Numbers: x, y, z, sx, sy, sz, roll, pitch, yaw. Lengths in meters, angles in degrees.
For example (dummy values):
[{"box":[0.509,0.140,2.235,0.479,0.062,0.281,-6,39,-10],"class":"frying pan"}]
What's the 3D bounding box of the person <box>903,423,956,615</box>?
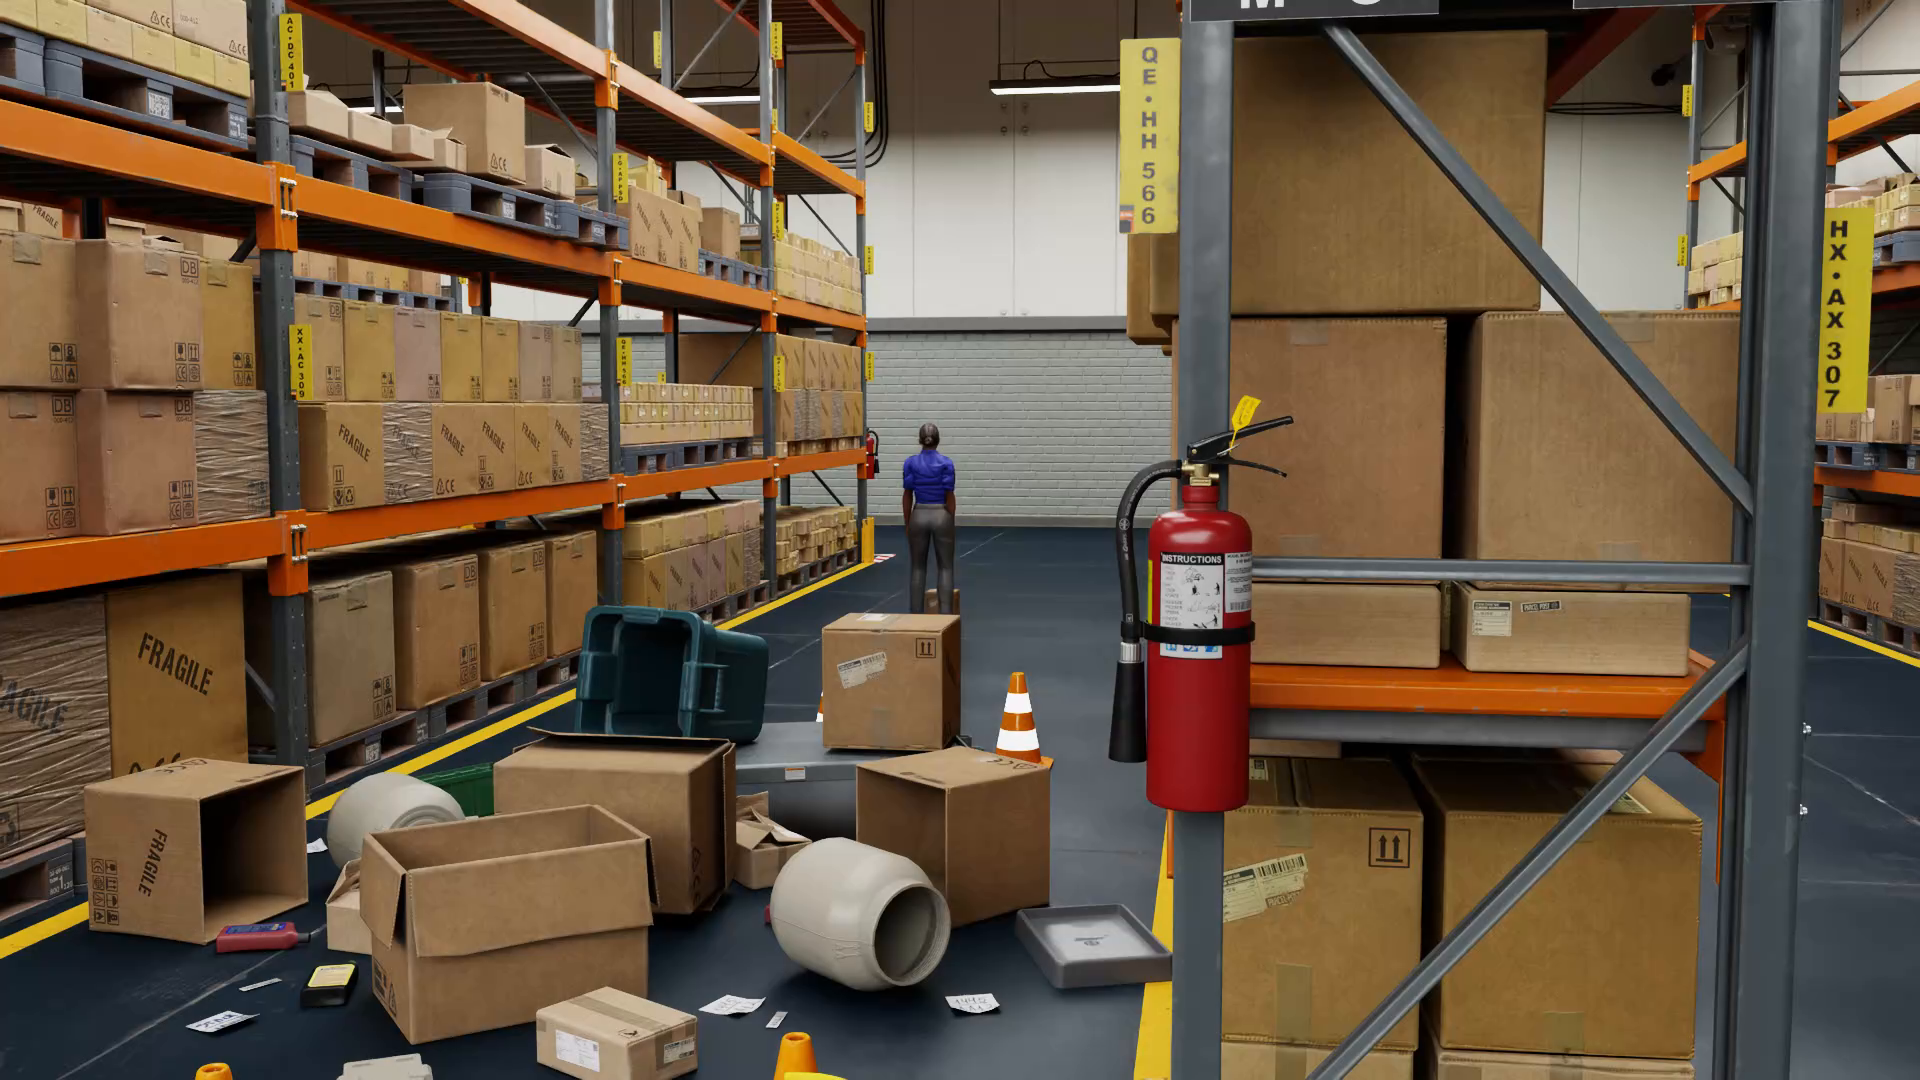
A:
[{"box":[-0.244,-0.100,13.343,0.436,1.677,0.309,1,5,10],"class":"person"}]
